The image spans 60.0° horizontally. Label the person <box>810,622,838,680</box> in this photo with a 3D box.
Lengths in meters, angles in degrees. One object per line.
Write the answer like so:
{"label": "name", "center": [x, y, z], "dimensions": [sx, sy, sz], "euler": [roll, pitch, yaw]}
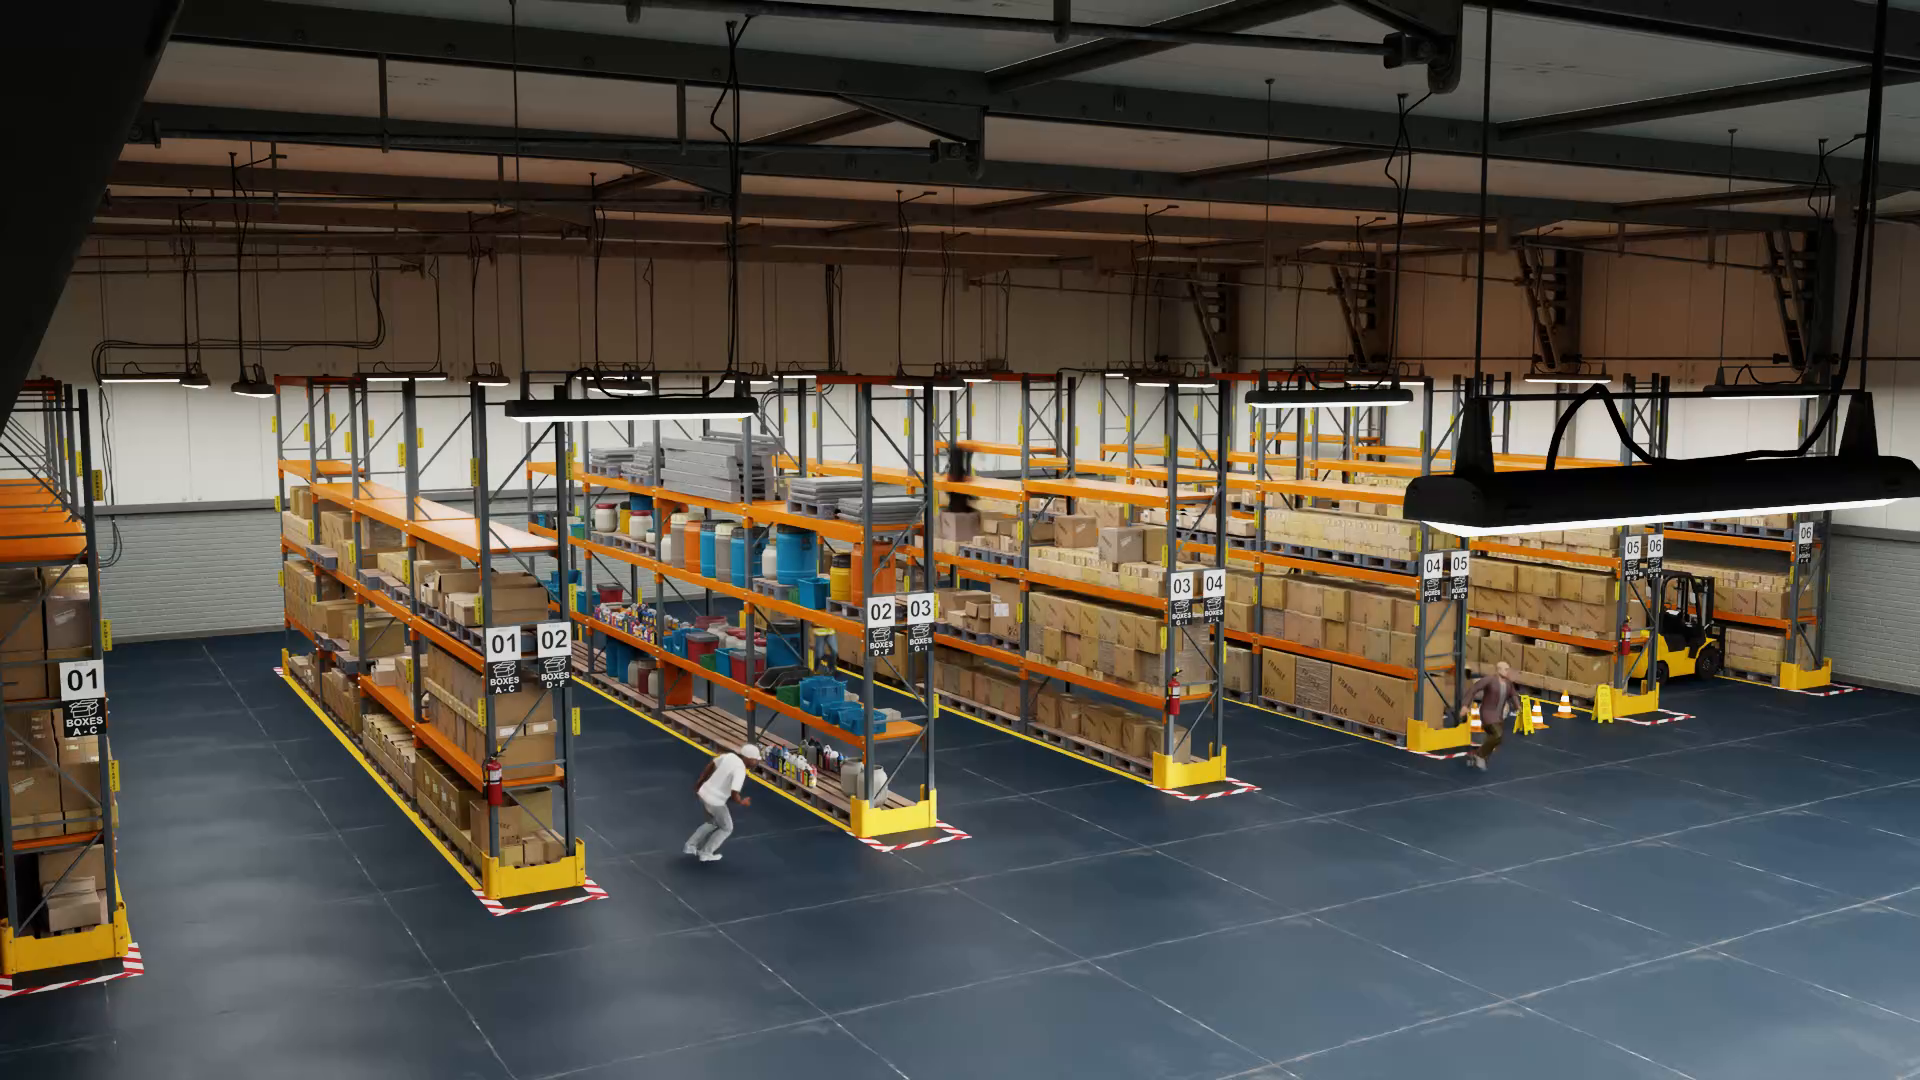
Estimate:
{"label": "person", "center": [-2.567, 1.827, 31.582], "dimensions": [0.665, 1.799, 0.831], "euler": [-4, 7, -29]}

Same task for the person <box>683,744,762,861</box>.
{"label": "person", "center": [-2.989, 3.312, 20.951], "dimensions": [0.953, 1.482, 0.741], "euler": [-4, 7, -30]}

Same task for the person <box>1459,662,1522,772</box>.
{"label": "person", "center": [8.238, 2.720, 25.582], "dimensions": [0.879, 1.695, 0.735], "euler": [-5, 8, -38]}
